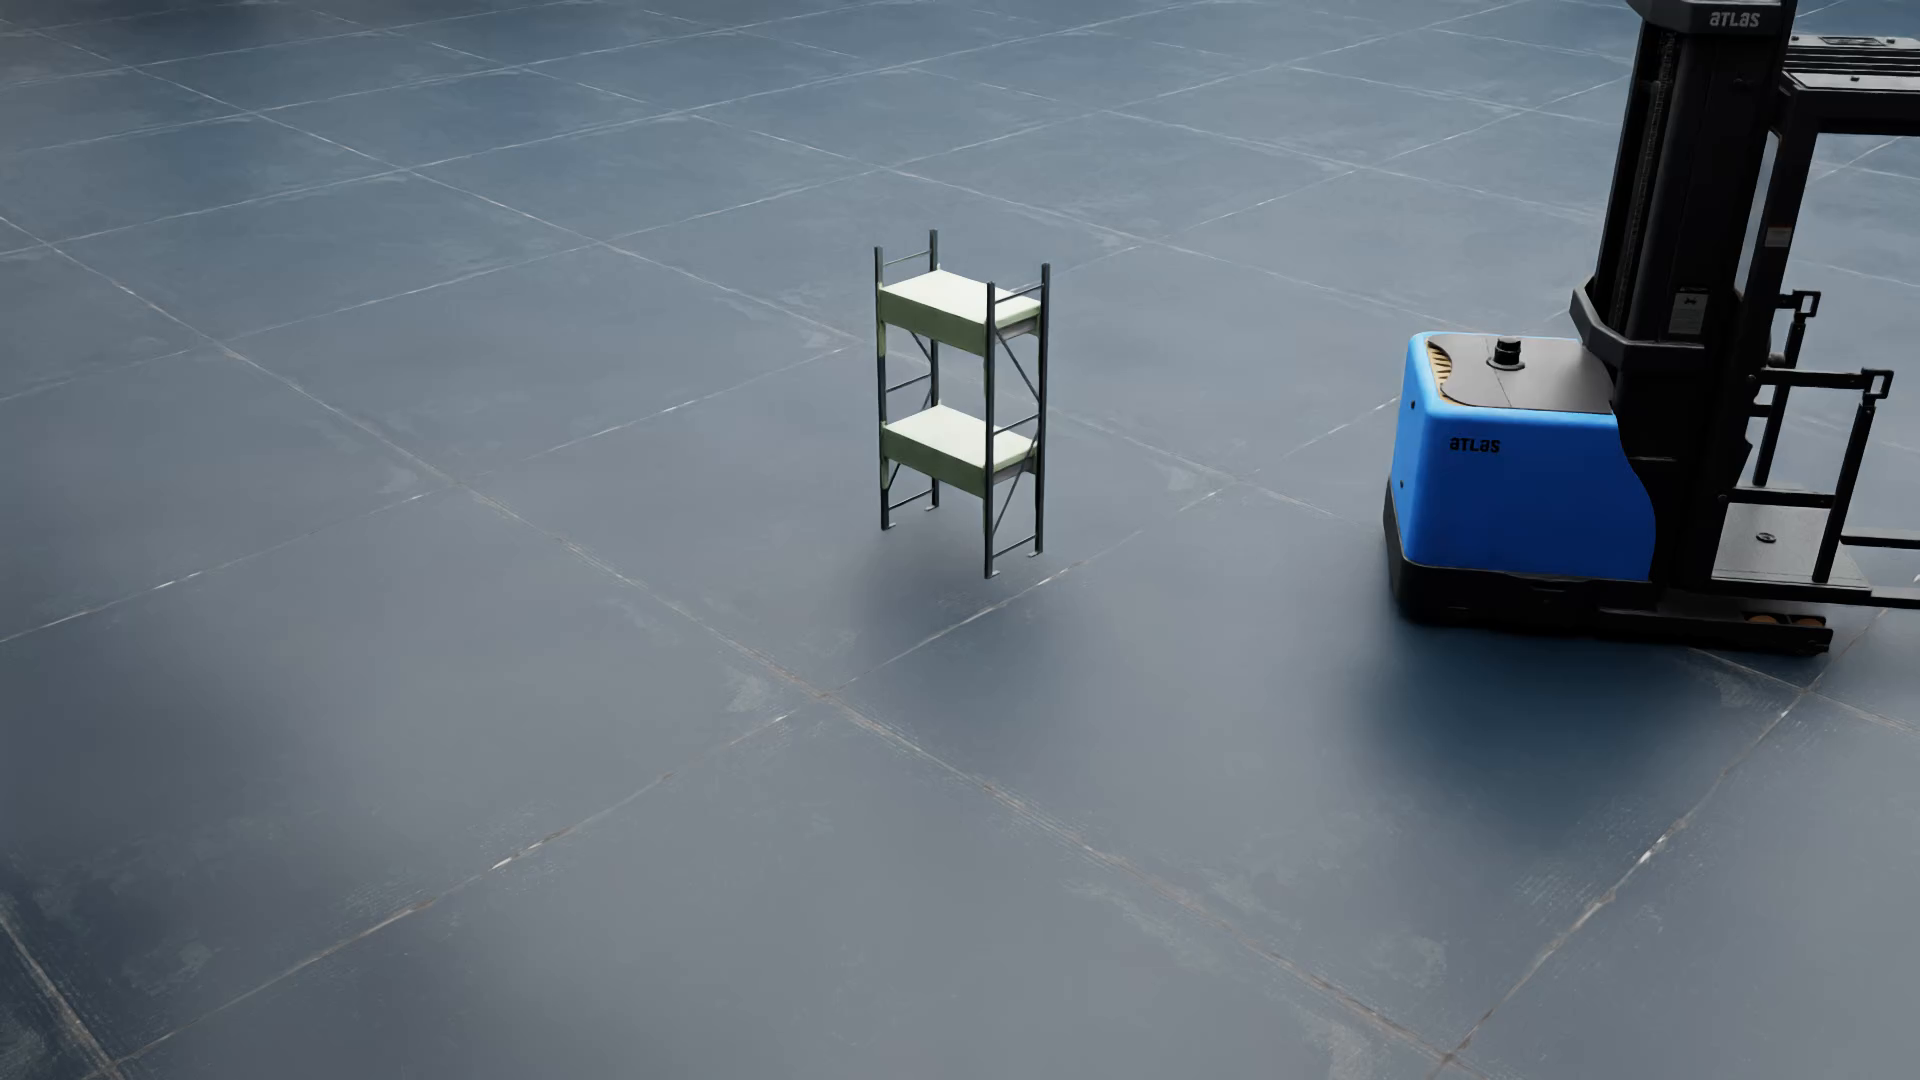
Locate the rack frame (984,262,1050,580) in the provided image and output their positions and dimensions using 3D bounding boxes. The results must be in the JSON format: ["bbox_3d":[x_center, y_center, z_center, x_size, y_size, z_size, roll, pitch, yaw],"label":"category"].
[{"bbox_3d":[0.266,-0.542,7.846,0.023,1.500,0.400,25,36,38],"label":"rack frame"}]

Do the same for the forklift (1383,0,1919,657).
[{"bbox_3d":[3.589,-1.042,7.259,3.031,2.935,1.130,4,28,8],"label":"forklift"}]

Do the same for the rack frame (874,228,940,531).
[{"bbox_3d":[-0.256,-0.781,8.300,0.023,1.500,0.400,25,36,38],"label":"rack frame"}]

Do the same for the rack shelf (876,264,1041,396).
[{"bbox_3d":[0.005,-1.007,7.891,0.720,0.370,0.431,25,36,38],"label":"rack shelf"}]

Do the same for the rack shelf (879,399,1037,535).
[{"bbox_3d":[0.005,-0.373,8.225,0.720,0.370,0.431,25,36,38],"label":"rack shelf"}]

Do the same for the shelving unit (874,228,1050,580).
[{"bbox_3d":[0.005,-0.662,8.073,0.755,1.500,0.431,25,36,38],"label":"shelving unit"}]
